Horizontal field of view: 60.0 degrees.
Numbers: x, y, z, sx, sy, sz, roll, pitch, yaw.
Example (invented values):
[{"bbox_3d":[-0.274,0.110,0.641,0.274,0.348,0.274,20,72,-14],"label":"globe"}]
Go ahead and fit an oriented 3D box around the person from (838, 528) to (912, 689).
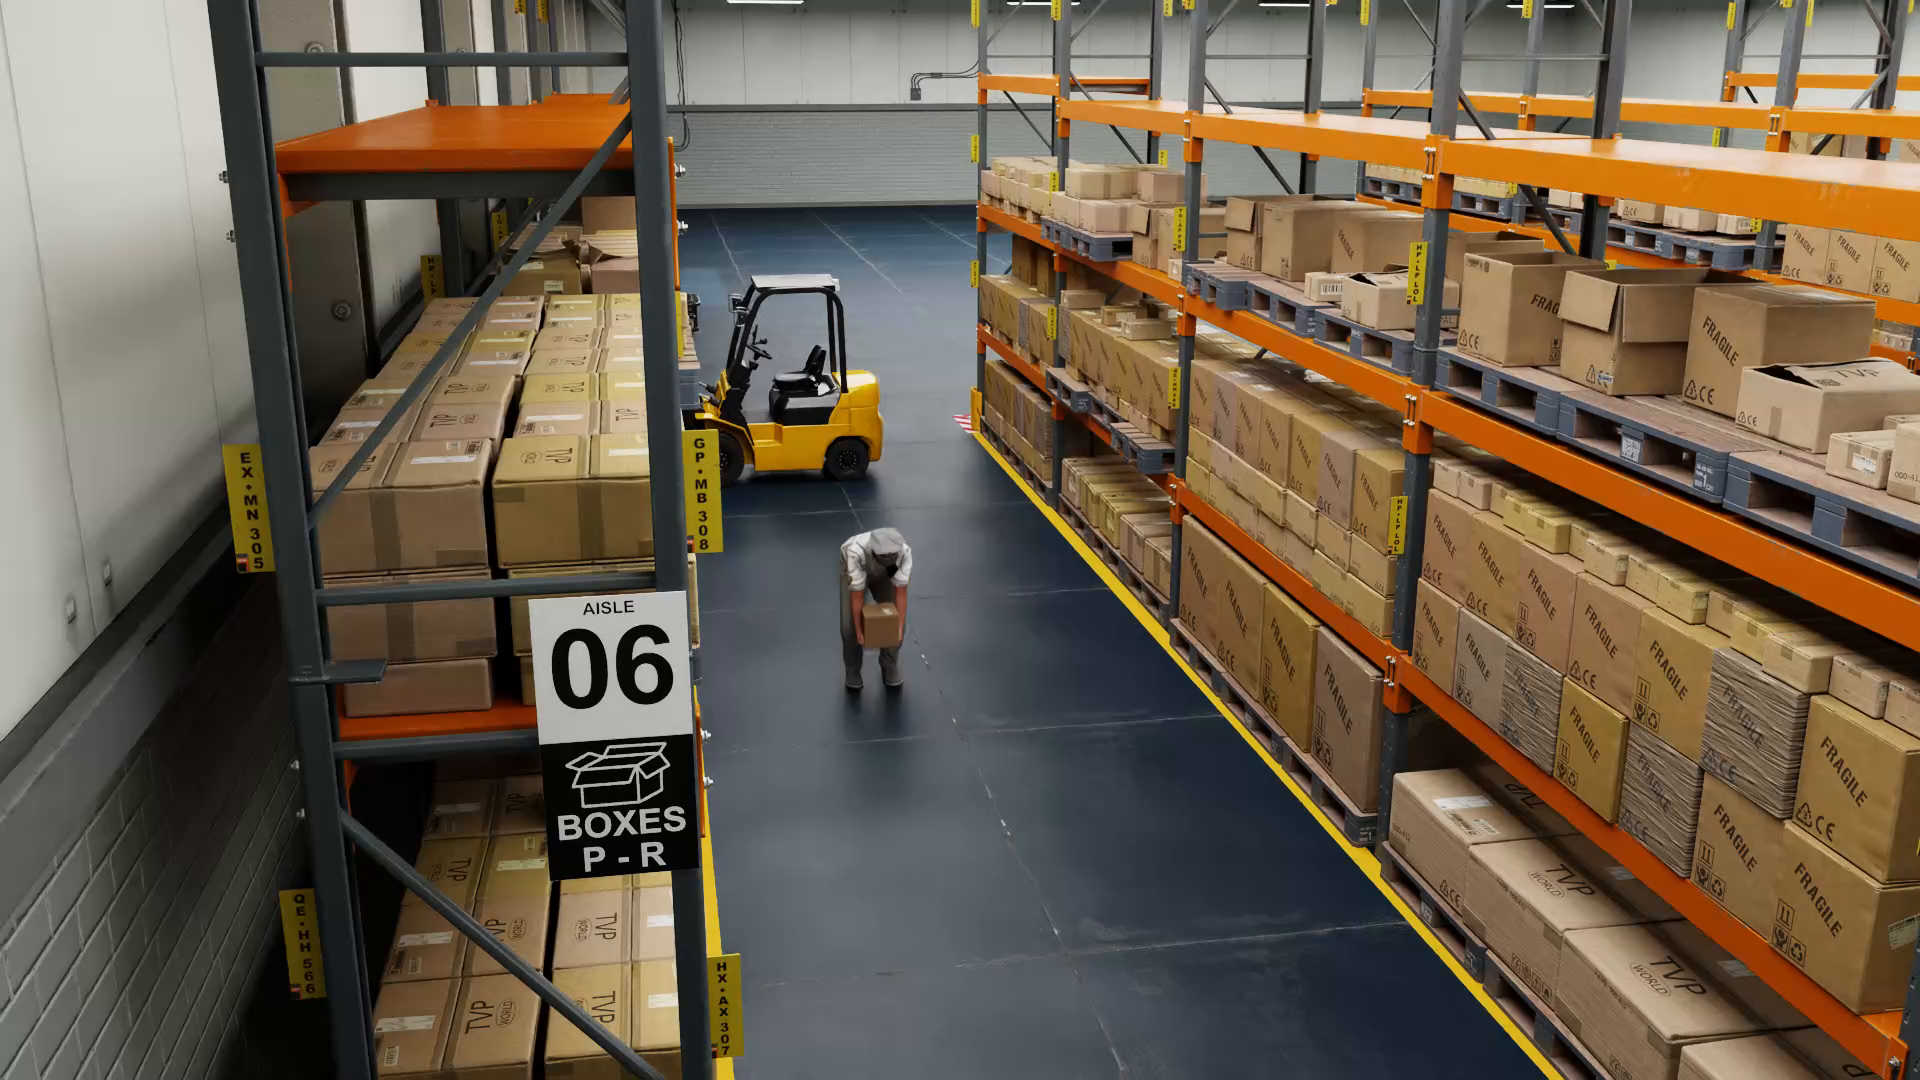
[{"bbox_3d":[-0.613,0.478,12.124,0.494,1.341,0.987,-4,17,-12],"label":"person"}]
